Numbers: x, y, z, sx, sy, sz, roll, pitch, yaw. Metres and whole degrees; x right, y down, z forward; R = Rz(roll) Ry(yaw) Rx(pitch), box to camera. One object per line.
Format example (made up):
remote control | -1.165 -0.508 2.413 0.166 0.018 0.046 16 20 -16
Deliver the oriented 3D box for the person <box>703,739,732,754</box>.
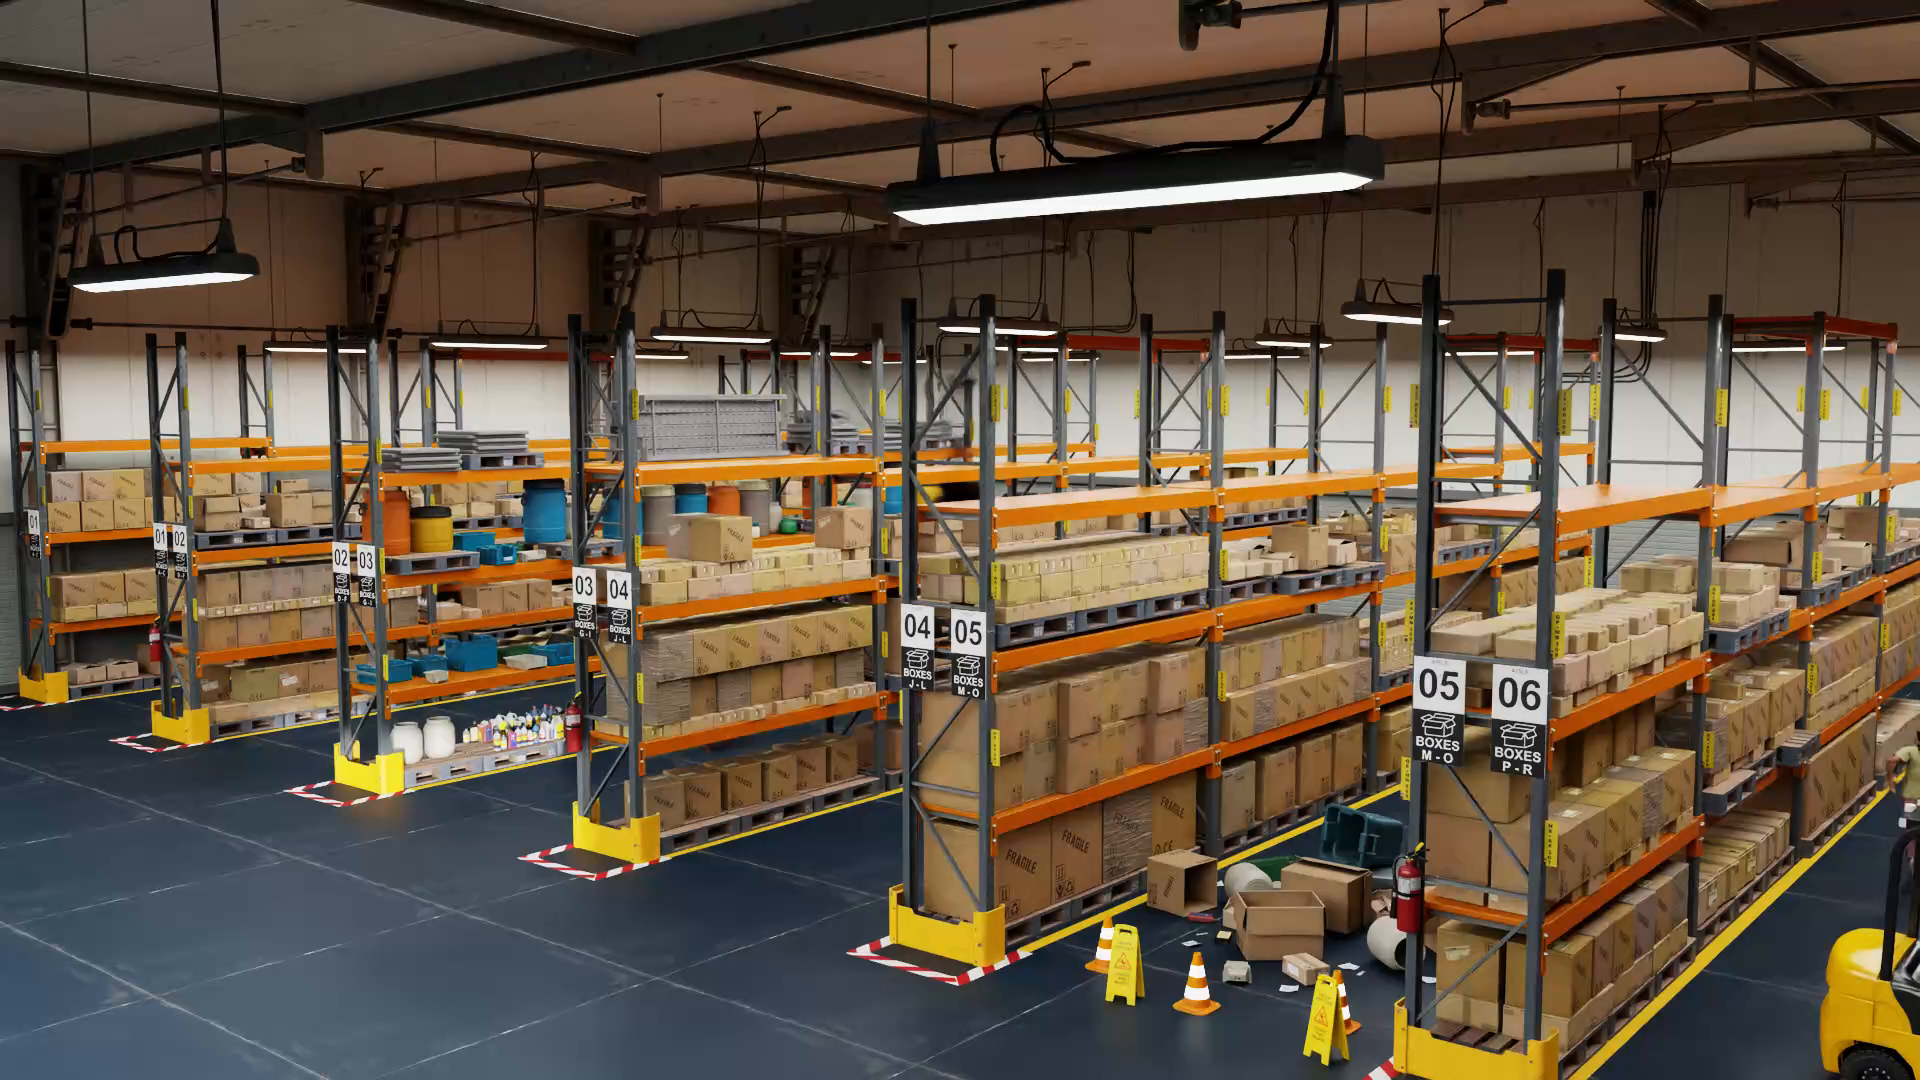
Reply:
person | -3.519 2.238 23.799 0.608 1.698 0.771 1 5 13

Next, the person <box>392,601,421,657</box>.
person | -9.968 1.615 29.652 0.645 1.843 0.802 3 6 30

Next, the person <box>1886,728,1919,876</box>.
person | 10.051 2.769 17.436 0.579 1.692 0.846 5 7 41
